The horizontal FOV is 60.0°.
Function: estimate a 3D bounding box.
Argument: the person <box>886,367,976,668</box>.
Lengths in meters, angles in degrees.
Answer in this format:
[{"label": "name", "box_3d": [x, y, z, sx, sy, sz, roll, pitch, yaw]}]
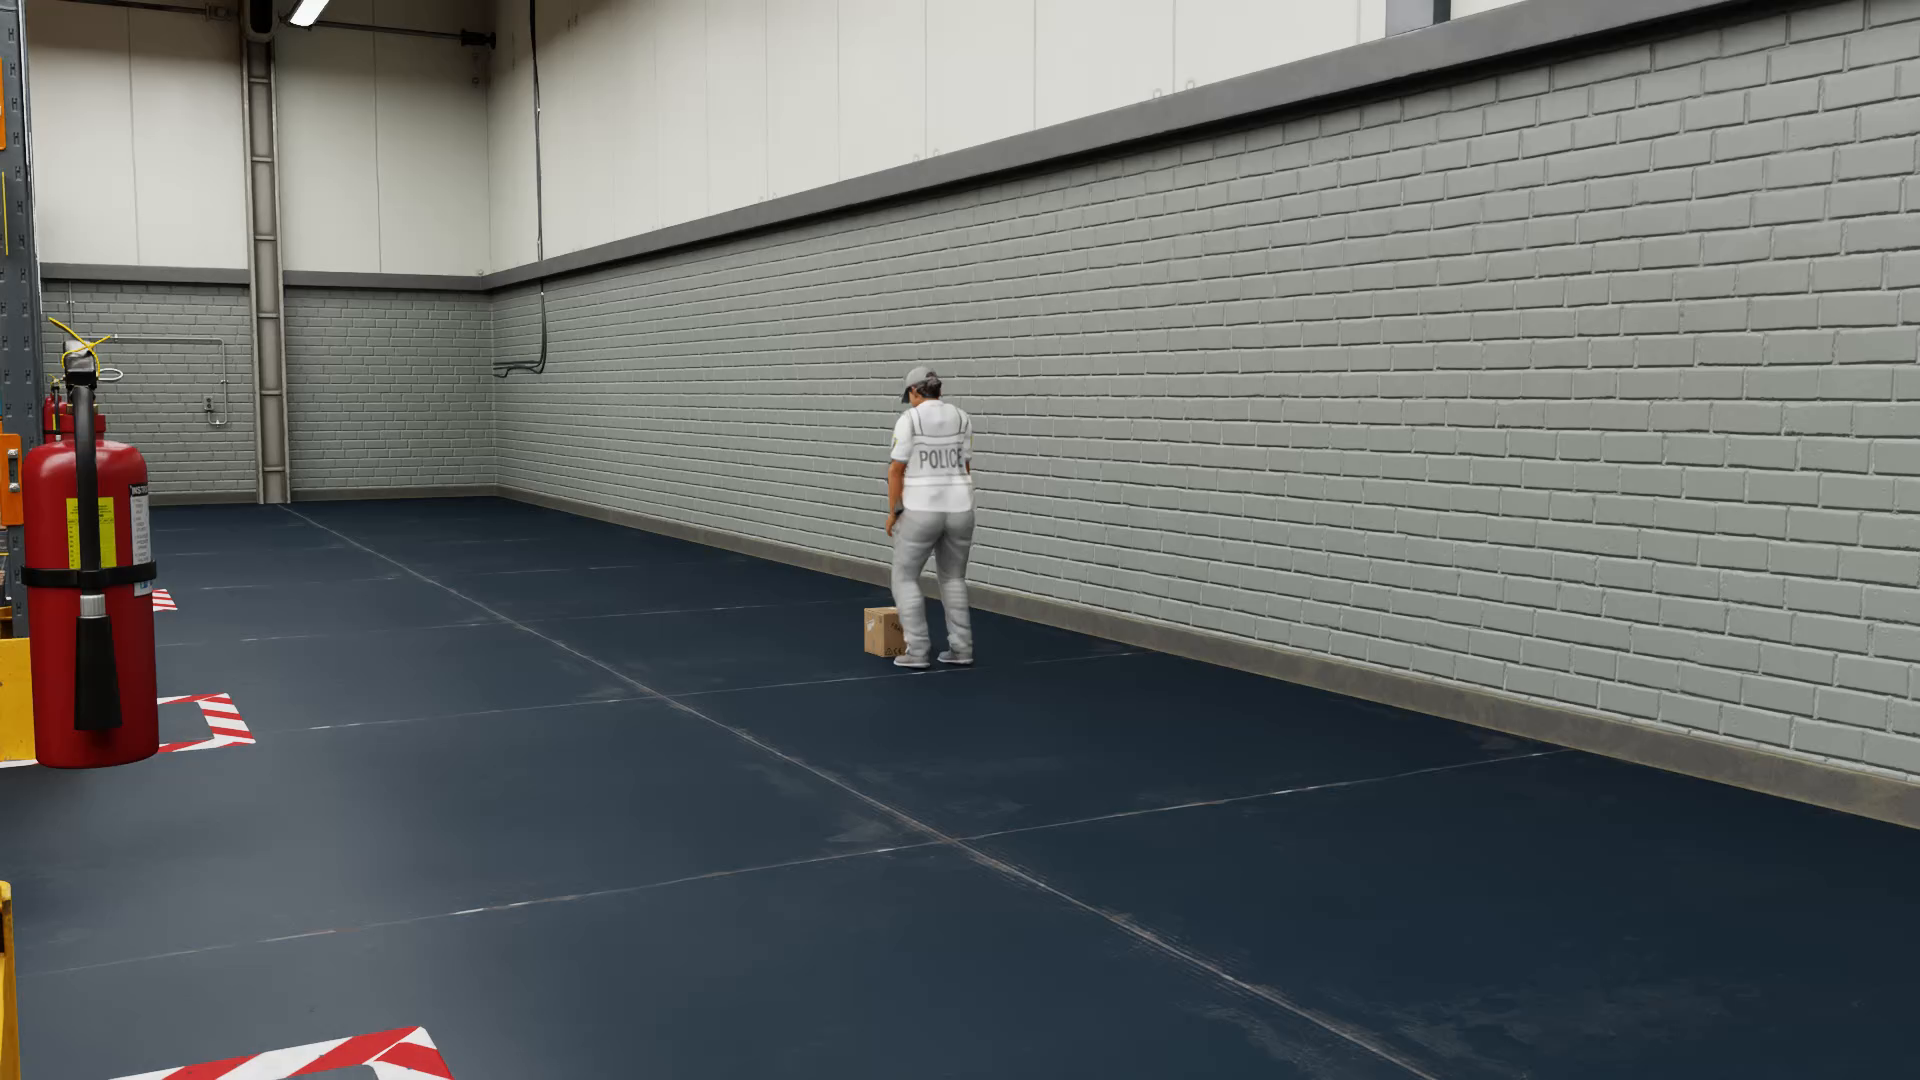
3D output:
[{"label": "person", "box_3d": [-0.176, -0.121, 9.061, 0.486, 1.638, 0.415, -3, 6, -27]}]
